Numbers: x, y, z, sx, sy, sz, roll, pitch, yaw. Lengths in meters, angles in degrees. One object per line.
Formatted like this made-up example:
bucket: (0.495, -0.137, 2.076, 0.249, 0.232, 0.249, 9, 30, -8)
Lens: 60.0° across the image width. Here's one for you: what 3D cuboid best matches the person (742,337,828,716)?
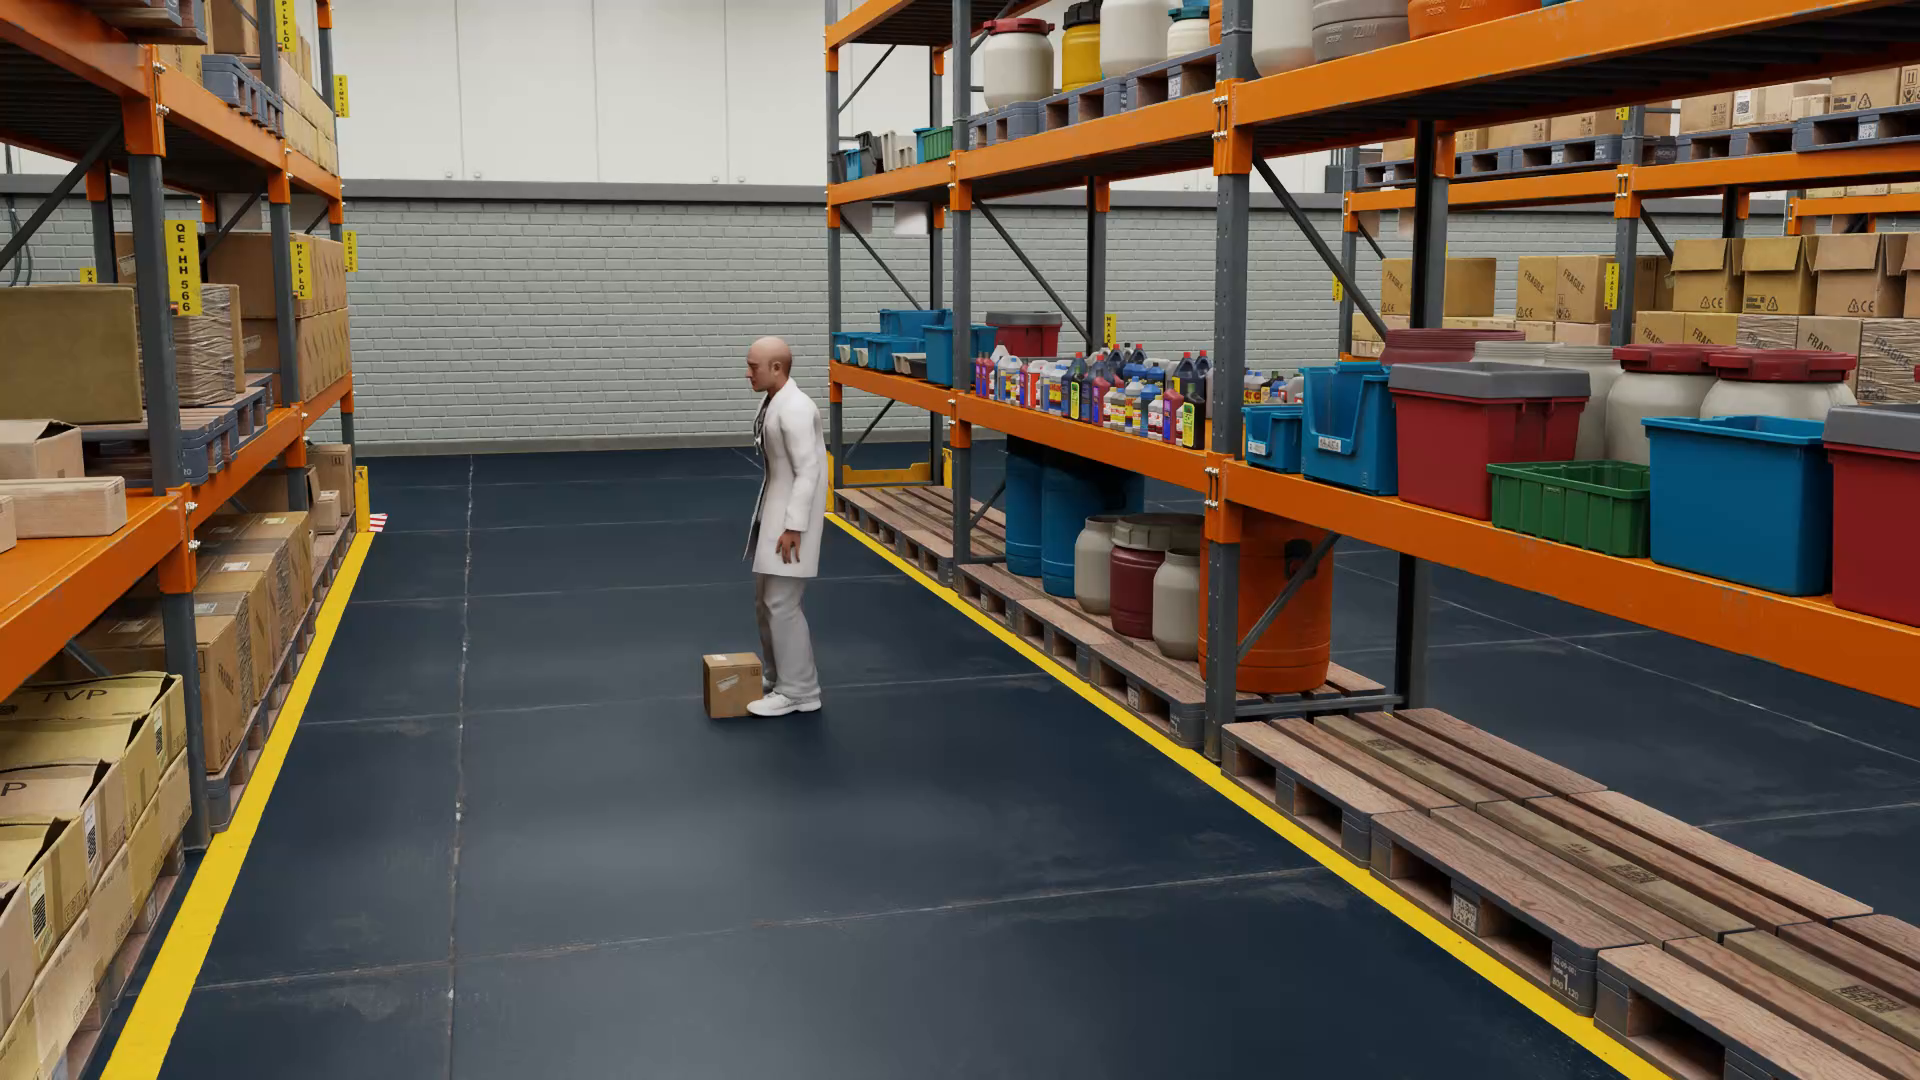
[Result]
person: (-0.845, -0.072, 7.875, 0.429, 1.772, 0.646, -3, 10, -19)
